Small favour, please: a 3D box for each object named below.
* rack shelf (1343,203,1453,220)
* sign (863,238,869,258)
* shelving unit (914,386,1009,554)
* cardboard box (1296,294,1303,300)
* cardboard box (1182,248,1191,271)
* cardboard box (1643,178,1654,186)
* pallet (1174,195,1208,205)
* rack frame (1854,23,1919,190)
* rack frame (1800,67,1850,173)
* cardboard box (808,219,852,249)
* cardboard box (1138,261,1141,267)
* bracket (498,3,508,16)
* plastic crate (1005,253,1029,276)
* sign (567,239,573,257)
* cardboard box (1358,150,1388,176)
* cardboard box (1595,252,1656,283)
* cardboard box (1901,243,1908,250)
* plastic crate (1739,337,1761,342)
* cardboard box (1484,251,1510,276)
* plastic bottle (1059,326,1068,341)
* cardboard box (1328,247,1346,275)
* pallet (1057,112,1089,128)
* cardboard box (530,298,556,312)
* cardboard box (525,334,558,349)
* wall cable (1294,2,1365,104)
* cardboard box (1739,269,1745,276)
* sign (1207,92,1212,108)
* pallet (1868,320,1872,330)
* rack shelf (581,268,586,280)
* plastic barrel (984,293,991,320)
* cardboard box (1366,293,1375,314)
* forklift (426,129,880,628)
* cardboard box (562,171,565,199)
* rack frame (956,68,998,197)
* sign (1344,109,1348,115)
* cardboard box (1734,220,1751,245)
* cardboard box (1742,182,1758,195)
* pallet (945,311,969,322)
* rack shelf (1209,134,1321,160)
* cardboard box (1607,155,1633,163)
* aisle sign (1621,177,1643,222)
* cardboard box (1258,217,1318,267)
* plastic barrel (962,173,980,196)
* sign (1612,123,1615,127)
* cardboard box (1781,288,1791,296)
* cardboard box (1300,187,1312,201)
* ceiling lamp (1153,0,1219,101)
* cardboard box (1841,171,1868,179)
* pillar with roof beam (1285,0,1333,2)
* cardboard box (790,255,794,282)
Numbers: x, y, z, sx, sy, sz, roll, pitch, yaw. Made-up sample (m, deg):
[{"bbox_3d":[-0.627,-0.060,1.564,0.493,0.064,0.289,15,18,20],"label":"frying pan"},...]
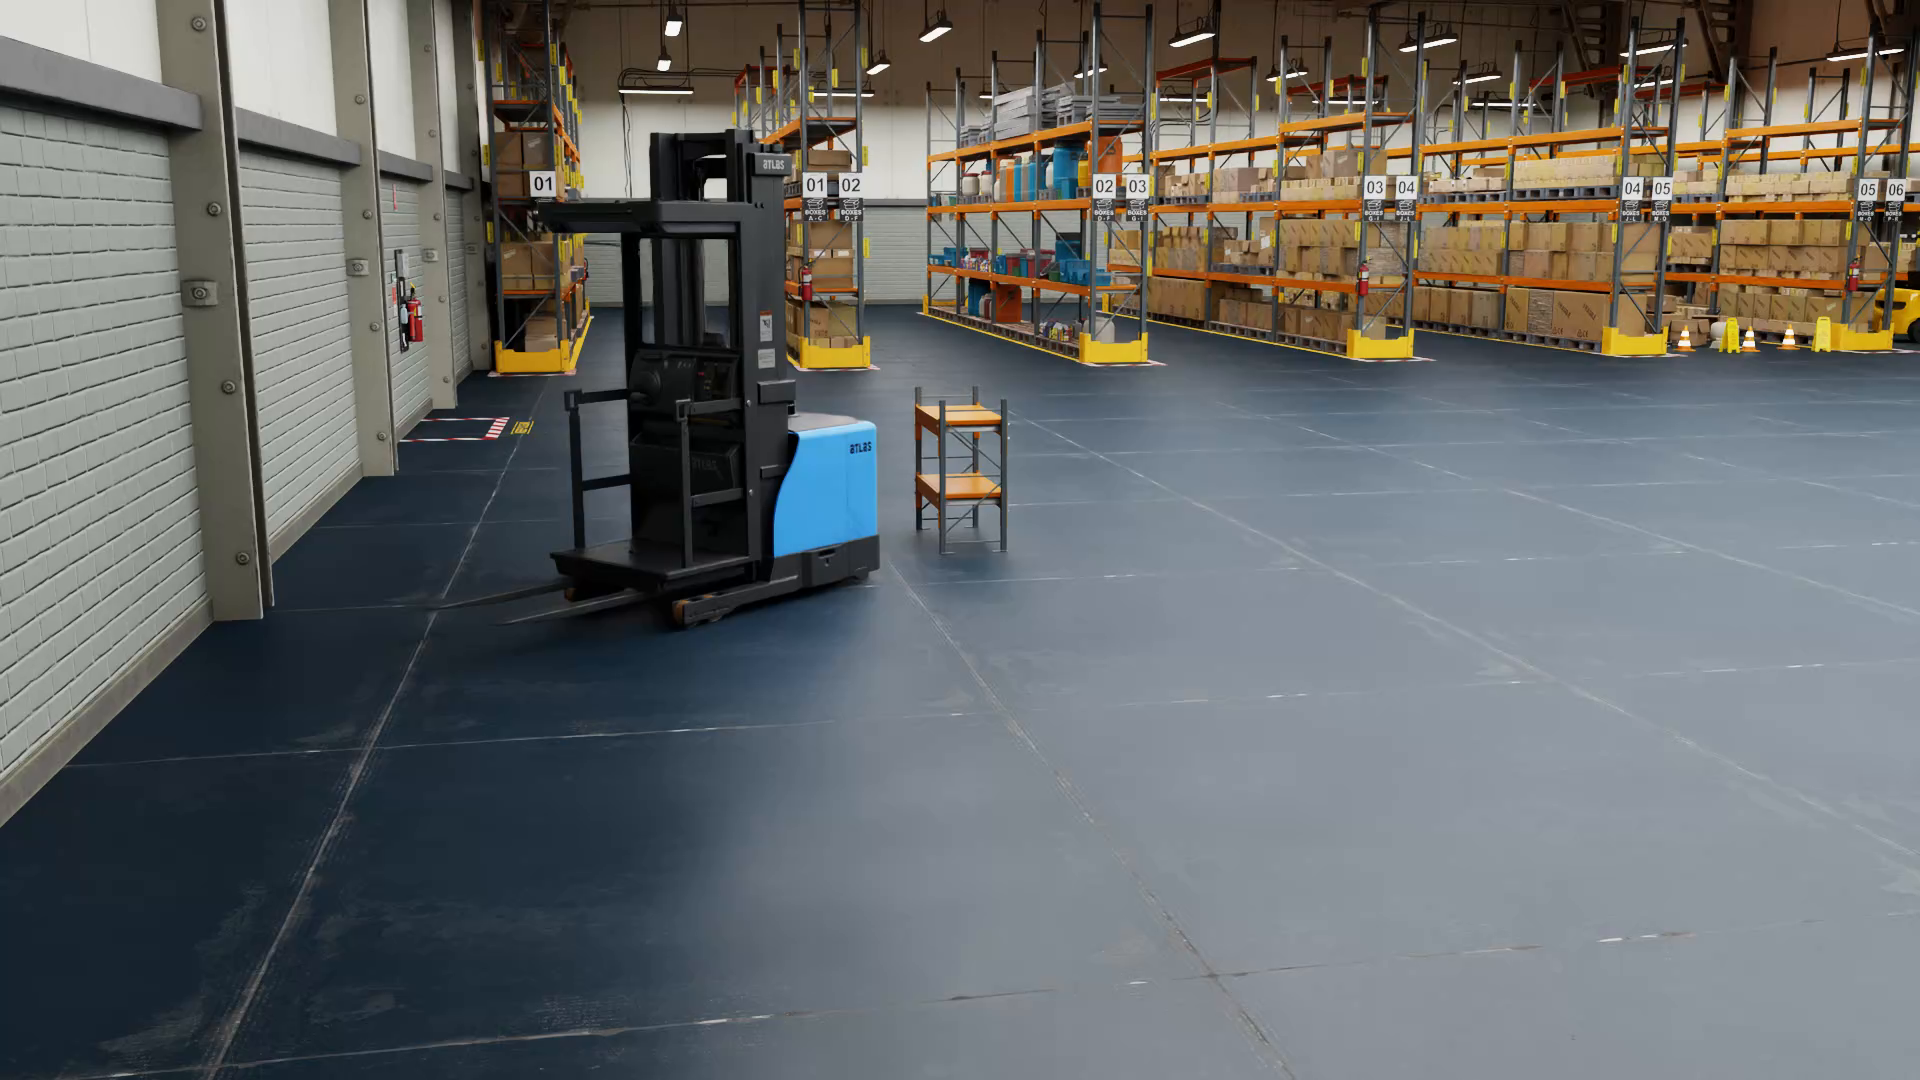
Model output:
[{"bbox_3d":[10.540,-7.883,39.991,1.077,0.370,4.000,-2,11,-11],"label":"rack shelf"},{"bbox_3d":[-1.572,-4.890,27.841,0.100,0.325,0.005,-2,11,-11],"label":"sign"},{"bbox_3d":[-0.001,-0.554,12.598,0.538,1.125,1.048,-2,11,-11],"label":"shelving unit"},{"bbox_3d":[9.299,-6.565,44.870,0.380,0.149,0.250,-2,11,-9],"label":"cardboard box"},{"bbox_3d":[5.510,-6.551,38.827,0.500,0.500,0.500,-2,11,-13],"label":"cardboard box"},{"bbox_3d":[12.733,-6.609,30.655,0.380,0.149,0.250,-2,11,-11],"label":"cardboard box"},{"bbox_3d":[5.647,-7.936,38.852,1.003,0.211,1.213,-2,11,-8],"label":"pallet"},{"bbox_3d":[17.321,-8.074,31.051,1.000,3.000,0.127,-2,11,-11],"label":"rack frame"},{"bbox_3d":[20.633,-9.723,39.712,1.000,3.000,0.127,-2,11,-11],"label":"rack frame"},{"bbox_3d":[-2.206,-5.189,28.202,0.700,0.500,0.500,-2,11,-11],"label":"cardboard box"},{"bbox_3d":[4.736,-7.030,42.279,0.380,0.149,0.250,-2,11,-10],"label":"cardboard box"},{"bbox_3d":[-8.194,-9.600,29.441,0.076,0.066,4.783,-2,11,-11],"label":"bracket"},{"bbox_3d":[1.200,-5.778,34.859,0.402,0.464,0.583,-2,11,-11],"label":"plastic crate"},{"bbox_3d":[-7.223,-5.406,30.764,0.100,0.325,0.005,-2,11,-11],"label":"sign"},{"bbox_3d":[7.577,-6.963,30.836,0.500,0.500,0.500,-2,11,-11],"label":"cardboard box"},{"bbox_3d":[12.369,-5.069,30.903,0.875,0.550,0.550,-2,11,-11],"label":"cardboard box"},{"bbox_3d":[21.059,-6.511,36.880,0.380,0.149,0.250,-2,11,-12],"label":"cardboard box"},{"bbox_3d":[16.044,-4.109,34.070,0.402,0.080,0.583,-6,13,-31],"label":"plastic crate"},{"bbox_3d":[11.344,-5.797,34.865,0.500,0.500,0.500,-2,11,-11],"label":"cardboard box"},{"bbox_3d":[1.933,-3.833,30.920,0.152,0.276,0.135,-2,11,-11],"label":"plastic bottle"},{"bbox_3d":[7.305,-5.151,30.675,0.875,0.500,0.500,-2,11,-11],"label":"cardboard box"},{"bbox_3d":[2.392,-7.604,30.153,1.003,0.211,1.213,-2,11,-11],"label":"pallet"},{"bbox_3d":[-8.002,-4.532,31.986,0.500,0.250,0.500,-2,11,-12],"label":"cardboard box"},{"bbox_3d":[-7.133,-3.356,28.323,0.500,0.311,0.500,-1,11,-6],"label":"cardboard box"},{"bbox_3d":[11.309,-14.932,51.037,2.355,3.000,0.029,-2,11,-11],"label":"wall cable"},{"bbox_3d":[16.471,-5.576,34.641,0.380,0.149,0.250,-2,11,-11],"label":"cardboard box"},{"bbox_3d":[5.501,-9.697,36.655,0.100,0.325,0.005,-2,11,-11],"label":"sign"},{"bbox_3d":[21.230,-4.806,37.381,1.003,0.211,1.213,-2,11,-11],"label":"pallet"},{"bbox_3d":[-9.699,-6.441,40.437,1.077,0.370,4.000,-2,11,-11],"label":"rack shelf"},{"bbox_3d":[0.855,-5.372,38.223,0.600,0.588,0.708,-2,11,-11],"label":"plastic barrel"},{"bbox_3d":[10.255,-5.770,40.552,0.500,0.500,0.500,-2,11,-10],"label":"cardboard box"},{"bbox_3d":[-1.851,-1.019,10.212,1.130,2.935,3.031,8,14,37],"label":"forklift"},{"bbox_3d":[-7.413,-6.408,30.000,0.500,0.500,0.500,-2,11,-9],"label":"cardboard box"},{"bbox_3d":[0.408,-9.735,39.774,1.000,3.000,0.127,-2,11,-11],"label":"rack frame"},{"bbox_3d":[9.616,-10.558,41.390,0.100,0.325,0.005,-2,11,-11],"label":"sign"},{"bbox_3d":[16.494,-6.364,34.374,0.700,0.500,0.500,-2,11,-11],"label":"cardboard box"},{"bbox_3d":[16.470,-7.222,34.200,0.500,0.250,0.500,-2,11,-11],"label":"cardboard box"},{"bbox_3d":[0.227,-5.551,41.297,1.003,0.211,1.213,-2,11,-11],"label":"pallet"},{"bbox_3d":[6.433,-8.264,35.044,1.077,0.370,4.000,-2,11,-11],"label":"rack shelf"},{"bbox_3d":[12.087,-6.975,30.448,0.380,0.149,0.250,-2,11,-10],"label":"cardboard box"},{"bbox_3d":[12.205,-6.182,30.200,0.394,0.787,0.004,-2,11,-11],"label":"aisle sign"},{"bbox_3d":[6.805,-6.152,34.270,1.000,1.000,1.000,-2,11,-11],"label":"cardboard box"},{"bbox_3d":[0.265,-8.428,39.448,0.433,0.535,0.433,0,11,0],"label":"plastic barrel"},{"bbox_3d":[18.545,-11.668,47.222,0.100,0.325,0.005,-2,11,-11],"label":"sign"},{"bbox_3d":[16.677,-4.967,33.259,0.380,0.149,0.250,-2,11,-9],"label":"cardboard box"},{"bbox_3d":[6.853,-6.620,31.834,0.500,0.250,0.500,-3,11,-13],"label":"cardboard box"},{"bbox_3d":[6.454,-14.100,47.100,2.000,3.185,0.800,-2,11,-11],"label":"ceiling lamp"},{"bbox_3d":[16.966,-6.920,31.550,0.380,0.149,0.250,-2,11,-10],"label":"cardboard box"},{"bbox_3d":[7.370,-15.543,47.027,6.894,0.400,0.400,-2,11,-11],"label":"pillar with roof beam"},{"bbox_3d":[-2.803,-5.109,31.248,0.700,0.500,0.500,-2,11,-12],"label":"cardboard box"}]
